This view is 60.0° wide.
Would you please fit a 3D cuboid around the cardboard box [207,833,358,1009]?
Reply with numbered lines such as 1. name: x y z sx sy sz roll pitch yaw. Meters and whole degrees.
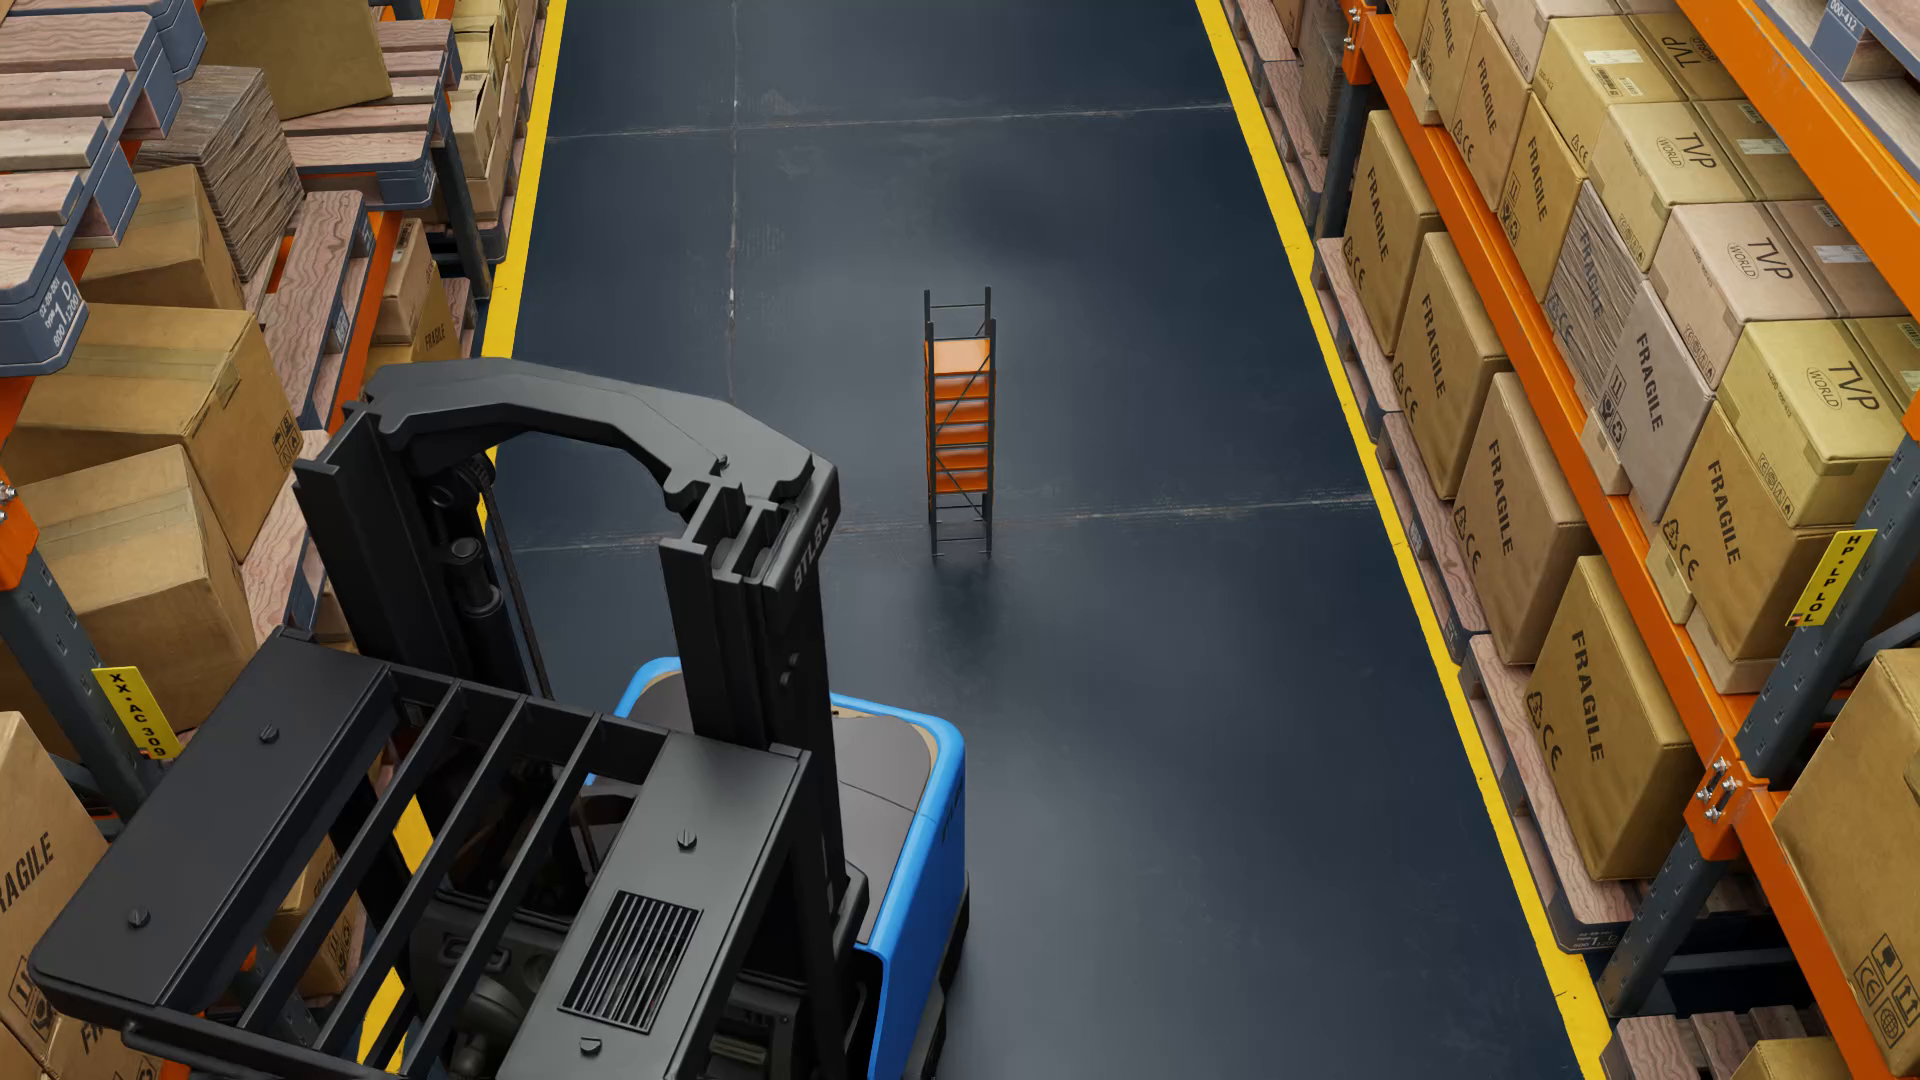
1. cardboard box: -2.174 1.070 5.090 0.500 0.500 0.500 -5 47 -5

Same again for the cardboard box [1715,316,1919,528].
1. cardboard box: 2.266 -0.301 4.165 0.500 0.250 0.500 -2 47 -2

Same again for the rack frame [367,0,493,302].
1. rack frame: -2.711 -2.168 6.737 1.000 3.000 0.127 -3 47 -3

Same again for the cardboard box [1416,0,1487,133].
1. cardboard box: 2.045 -1.869 6.166 0.500 0.500 0.500 -2 47 -2

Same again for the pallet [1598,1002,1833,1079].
1. pallet: 2.545 1.936 4.771 1.003 0.211 1.213 -3 47 -3

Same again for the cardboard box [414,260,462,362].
1. cardboard box: -2.399 -0.797 6.858 0.500 0.500 0.500 -2 47 -2

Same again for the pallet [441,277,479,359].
1. pallet: -2.686 -0.666 7.236 1.003 0.211 1.213 -3 47 -3

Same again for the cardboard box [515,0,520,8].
1. cardboard box: -2.599 -3.077 8.816 0.500 0.311 0.500 -4 47 -4

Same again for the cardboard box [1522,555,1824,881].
1. cardboard box: 2.376 0.555 5.350 0.750 0.750 0.750 -3 47 -3

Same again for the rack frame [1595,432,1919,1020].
1. rack frame: 2.560 0.423 4.284 1.000 3.000 0.127 -3 47 -3

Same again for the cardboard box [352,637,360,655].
1. cardboard box: -2.264 0.323 5.797 0.500 0.500 0.500 -3 47 -3

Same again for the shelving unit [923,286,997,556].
1. shelving unit: -0.001 -0.423 6.324 0.258 1.200 0.189 -3 47 -3

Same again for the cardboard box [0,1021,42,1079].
1. cardboard box: -2.030 1.069 2.914 0.500 0.500 0.500 -4 47 -4

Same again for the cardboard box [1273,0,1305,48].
1. cardboard box: 2.116 -3.019 8.961 0.700 0.500 0.500 -4 47 -4

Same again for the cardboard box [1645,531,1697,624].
1. cardboard box: 2.205 0.093 4.755 0.380 0.149 0.250 -3 47 -3

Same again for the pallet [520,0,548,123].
1. pallet: -2.840 -2.688 9.150 1.003 0.211 1.213 -3 47 -3

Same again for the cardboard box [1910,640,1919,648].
1. cardboard box: 2.772 -0.069 4.462 0.500 0.500 0.500 -5 47 -5

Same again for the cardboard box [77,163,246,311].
1. cardboard box: -2.586 -0.727 5.014 0.700 0.500 0.500 -14 48 -13

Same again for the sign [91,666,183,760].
1. sign: -1.836 0.390 3.718 0.100 0.325 0.005 -3 47 -3

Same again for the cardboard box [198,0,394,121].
1. cardboard box: -2.546 -1.898 6.123 0.700 0.500 0.500 -18 49 -16

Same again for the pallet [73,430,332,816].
1. pallet: -2.334 0.208 4.620 1.003 0.211 1.213 -3 47 -3

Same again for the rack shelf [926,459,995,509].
1. rack shelf: -0.001 -0.227 6.531 0.258 0.103 0.180 -3 47 -3

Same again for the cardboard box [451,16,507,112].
1. cardboard box: -2.515 -2.336 8.115 0.500 0.311 0.500 -5 47 -4

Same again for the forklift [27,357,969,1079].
1. forklift: -0.867 1.189 3.606 1.130 2.935 3.031 12 48 11

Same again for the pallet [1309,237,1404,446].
1. pallet: 2.216 -0.938 7.493 1.003 0.211 1.213 -3 47 -3

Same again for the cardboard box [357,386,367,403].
1. cardboard box: -2.300 -0.274 5.846 0.500 0.250 0.500 -4 47 -4

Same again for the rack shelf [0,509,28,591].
1. rack shelf: -2.209 1.389 1.798 1.077 0.370 4.000 -3 47 -3

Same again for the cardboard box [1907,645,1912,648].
1. cardboard box: 2.729 0.248 4.609 0.380 0.149 0.250 -5 47 -5

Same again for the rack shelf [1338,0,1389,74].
1. rack shelf: 2.057 -3.671 8.656 1.077 0.370 4.000 -3 47 -3

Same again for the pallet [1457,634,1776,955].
1. pallet: 2.420 0.828 5.821 1.003 0.211 1.213 -3 47 -3

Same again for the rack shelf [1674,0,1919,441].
1. rack shelf: 2.392 -1.809 4.826 1.077 0.370 4.000 -3 47 -3

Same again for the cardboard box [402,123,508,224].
1. cardboard box: -2.462 -1.763 7.959 0.500 0.250 0.500 -4 47 -3

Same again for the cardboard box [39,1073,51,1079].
1. cardboard box: -2.034 1.411 3.279 0.500 0.500 0.500 -2 47 -2

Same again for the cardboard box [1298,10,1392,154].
1. cardboard box: 2.113 -2.281 8.263 0.700 0.500 0.500 -3 47 -3

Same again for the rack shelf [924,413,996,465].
1. rack shelf: -0.001 -0.392 6.357 0.258 0.103 0.180 -3 47 -3

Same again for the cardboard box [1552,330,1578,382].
1. cardboard box: 2.187 -0.647 5.456 0.380 0.149 0.250 -5 47 -4

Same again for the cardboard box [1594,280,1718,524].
1. cardboard box: 2.217 -0.408 4.783 0.500 0.500 0.500 -3 47 -3

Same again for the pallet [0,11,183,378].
1. pallet: -2.361 -0.717 3.426 1.213 0.211 1.003 -3 47 -3

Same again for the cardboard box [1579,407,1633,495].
1. cardboard box: 2.147 -0.284 5.113 0.380 0.149 0.250 -3 47 -3

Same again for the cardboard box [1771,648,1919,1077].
1. cardboard box: 2.589 0.713 3.802 0.980 0.700 0.700 -3 47 -3

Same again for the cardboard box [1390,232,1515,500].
1. cardboard box: 2.223 -0.703 6.541 0.750 0.750 0.750 -4 47 -3

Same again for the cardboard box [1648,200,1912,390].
1. cardboard box: 2.232 -0.672 4.516 0.500 0.250 0.500 -3 47 -2

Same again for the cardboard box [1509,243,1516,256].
1. cardboard box: 2.161 -1.031 5.819 0.380 0.149 0.250 -3 47 -3

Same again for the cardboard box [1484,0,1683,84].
1. cardboard box: 2.097 -1.778 5.564 0.500 0.250 0.500 -3 47 -3

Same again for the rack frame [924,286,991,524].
1. rack frame: -0.009 -0.489 6.387 0.240 1.200 0.006 -3 47 -3

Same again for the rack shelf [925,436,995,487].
1. rack shelf: -0.001 -0.310 6.444 0.258 0.103 0.180 -3 47 -3

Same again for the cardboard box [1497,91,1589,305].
1. cardboard box: 2.137 -1.133 5.470 0.500 0.500 0.500 -2 47 -2

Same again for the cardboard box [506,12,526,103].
1. cardboard box: -2.555 -2.503 8.659 0.500 0.250 0.500 -5 47 -4

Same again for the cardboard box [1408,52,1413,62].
1. cardboard box: 2.034 -1.957 6.697 0.380 0.149 0.250 -3 47 -3

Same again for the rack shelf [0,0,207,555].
1. rack shelf: -2.544 -1.505 4.539 1.077 0.370 4.000 -3 47 -3

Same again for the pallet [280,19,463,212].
1. pallet: -2.584 -1.616 6.346 1.213 0.211 1.003 -3 47 -3

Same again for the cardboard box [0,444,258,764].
1. cardboard box: -2.193 0.191 4.145 0.700 0.500 0.500 -18 49 -16
